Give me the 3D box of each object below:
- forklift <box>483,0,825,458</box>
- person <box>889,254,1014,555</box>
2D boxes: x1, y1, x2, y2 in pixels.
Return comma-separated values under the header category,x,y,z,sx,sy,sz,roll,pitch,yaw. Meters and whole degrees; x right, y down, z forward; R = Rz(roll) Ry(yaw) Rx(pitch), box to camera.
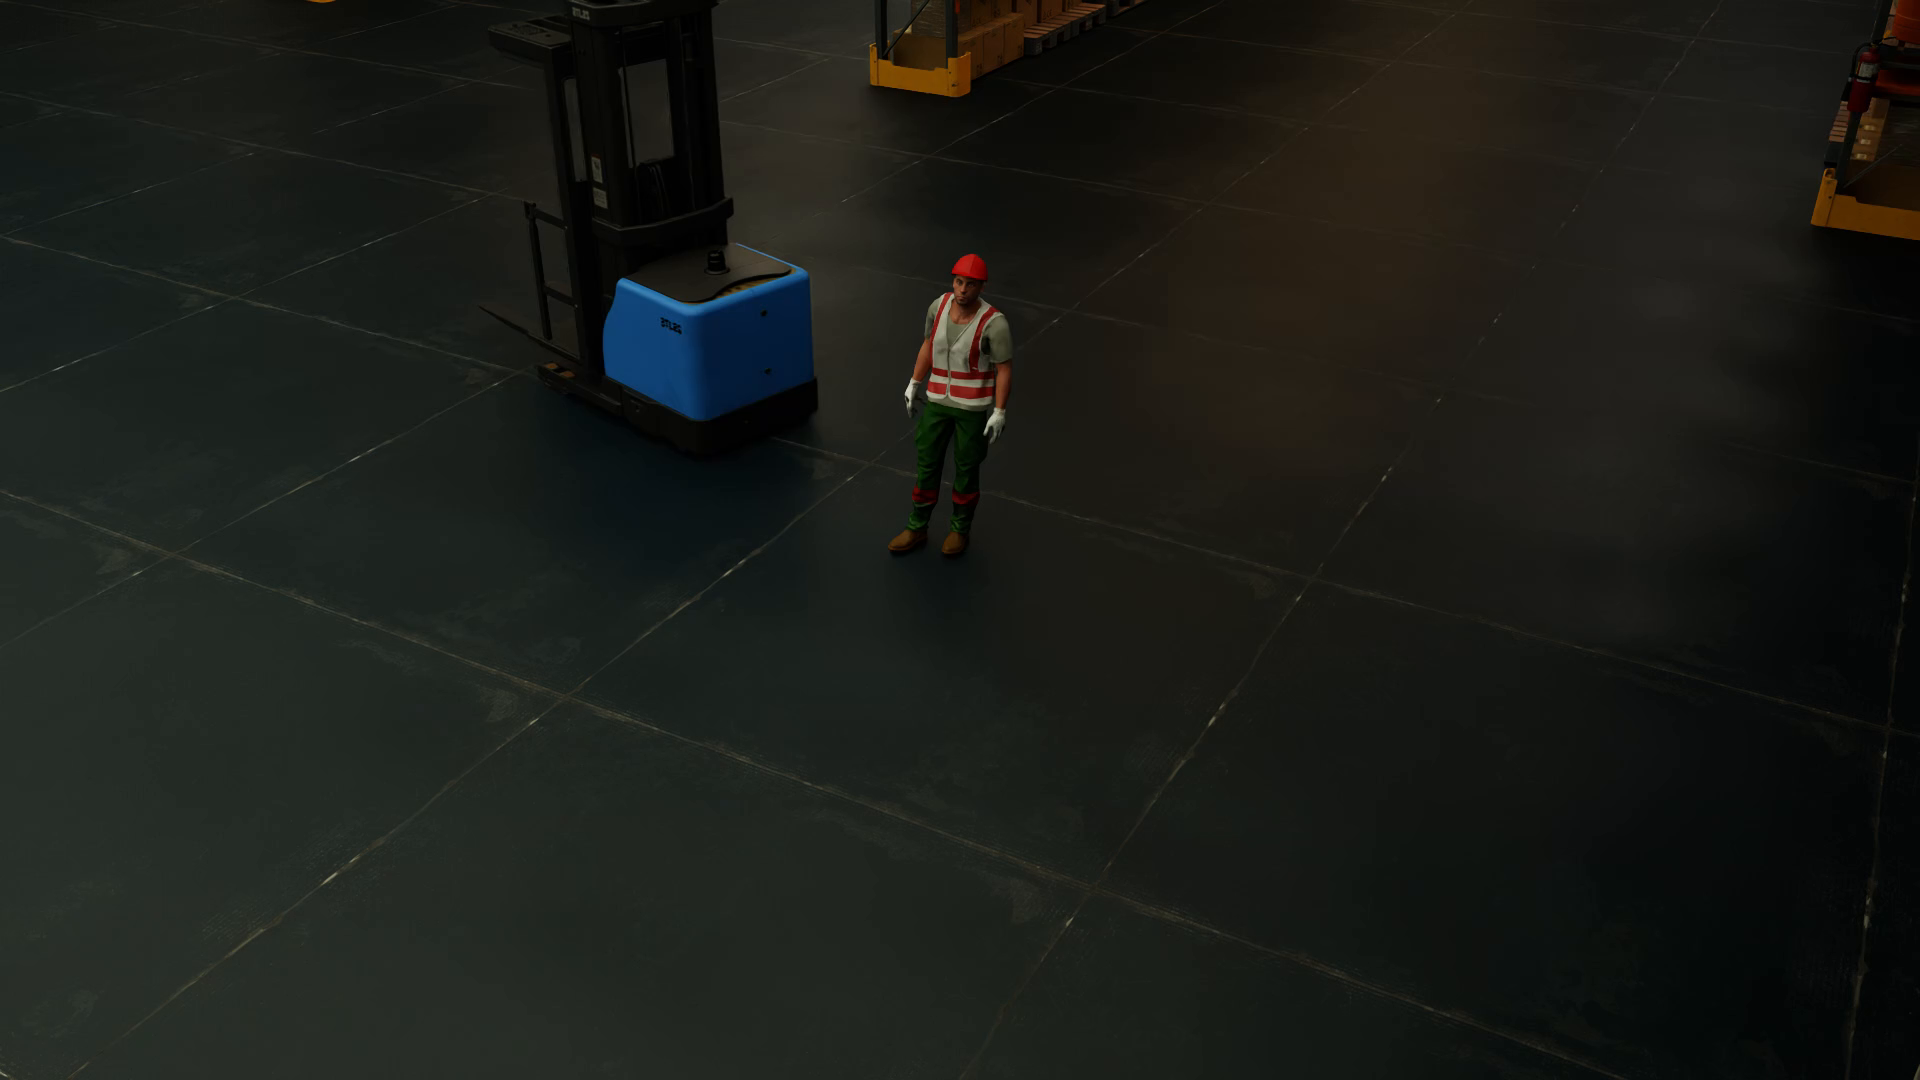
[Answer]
category,x,y,z,sx,sy,sz,roll,pitch,yaw
forklift,-2.320,-2.435,11.291,3.031,2.935,1.130,26,39,38
person,-0.050,-0.750,9.497,0.637,1.787,0.564,15,33,25
